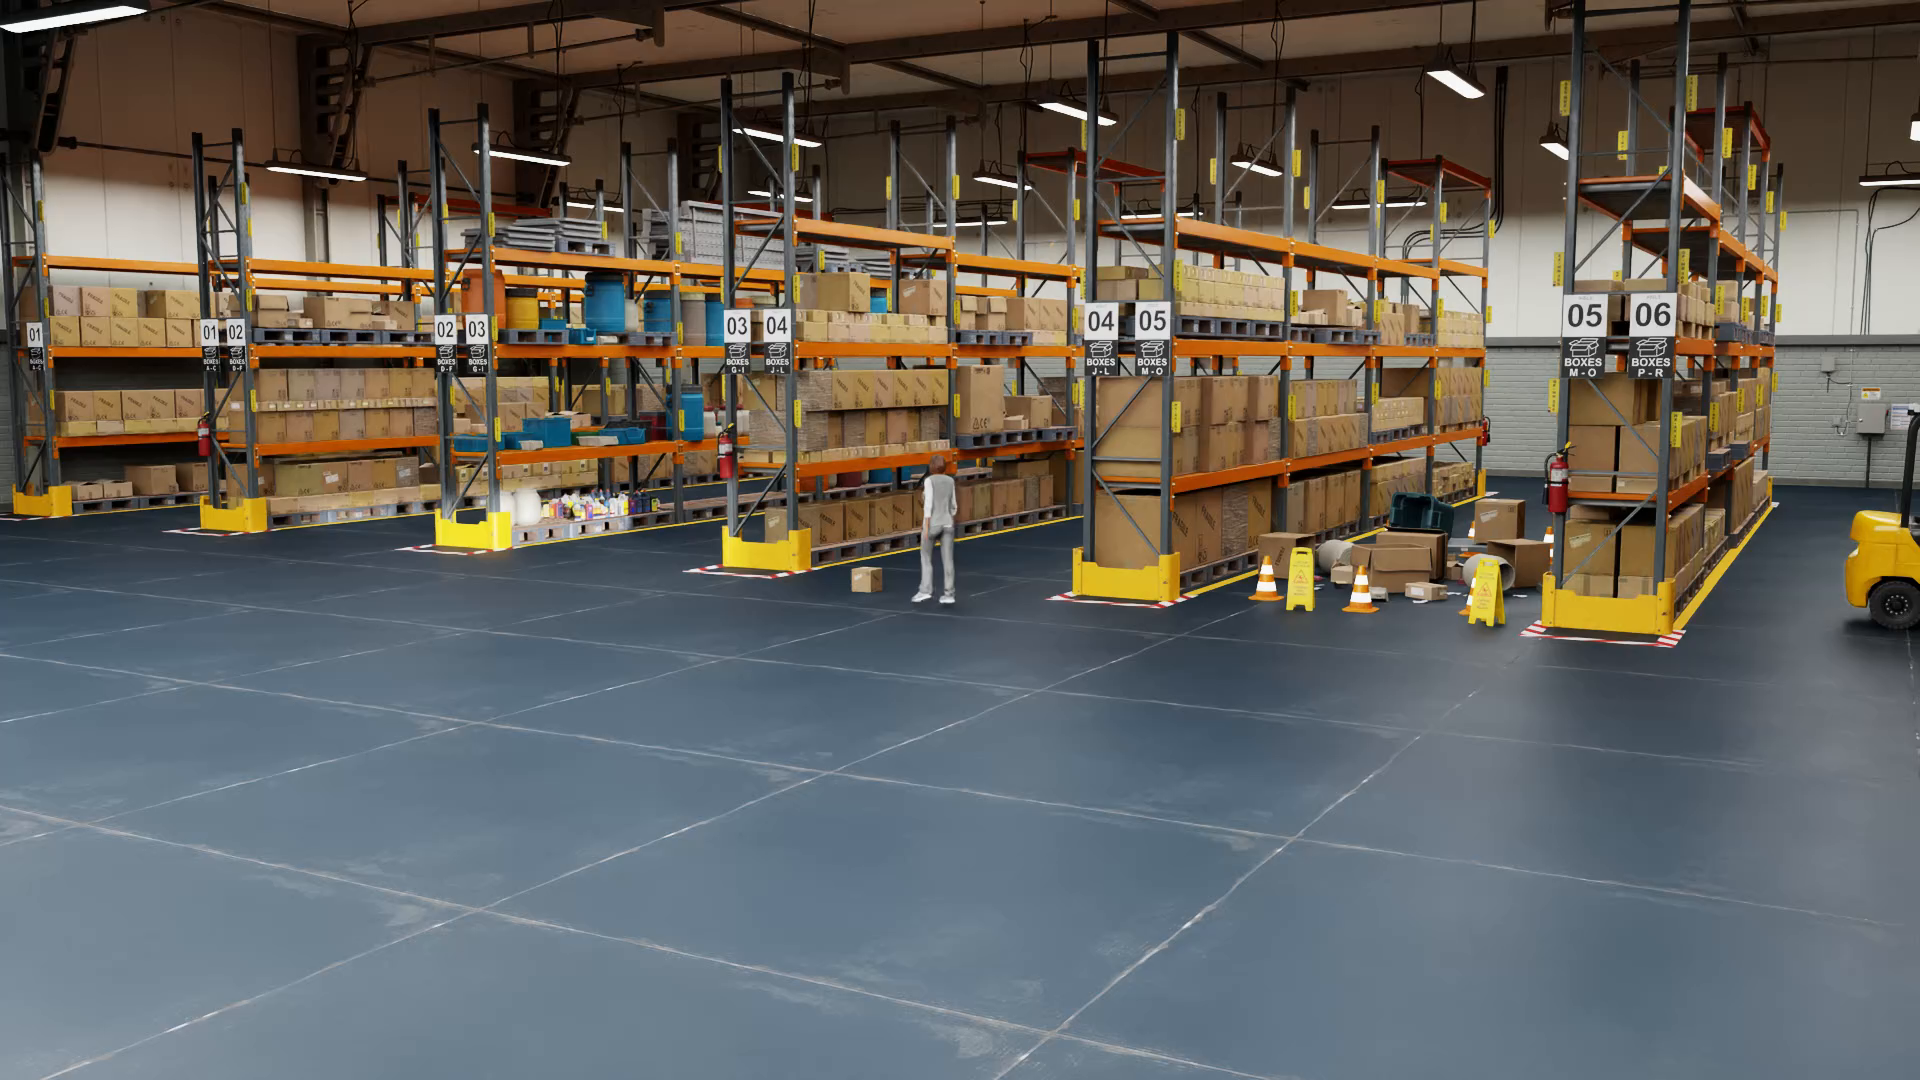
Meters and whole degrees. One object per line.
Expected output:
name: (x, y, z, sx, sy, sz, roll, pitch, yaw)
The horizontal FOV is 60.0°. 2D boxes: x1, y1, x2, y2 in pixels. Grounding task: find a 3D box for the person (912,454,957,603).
person: (-0.217, -0.110, 17.632, 0.442, 1.600, 0.694, -3, 7, -25)
